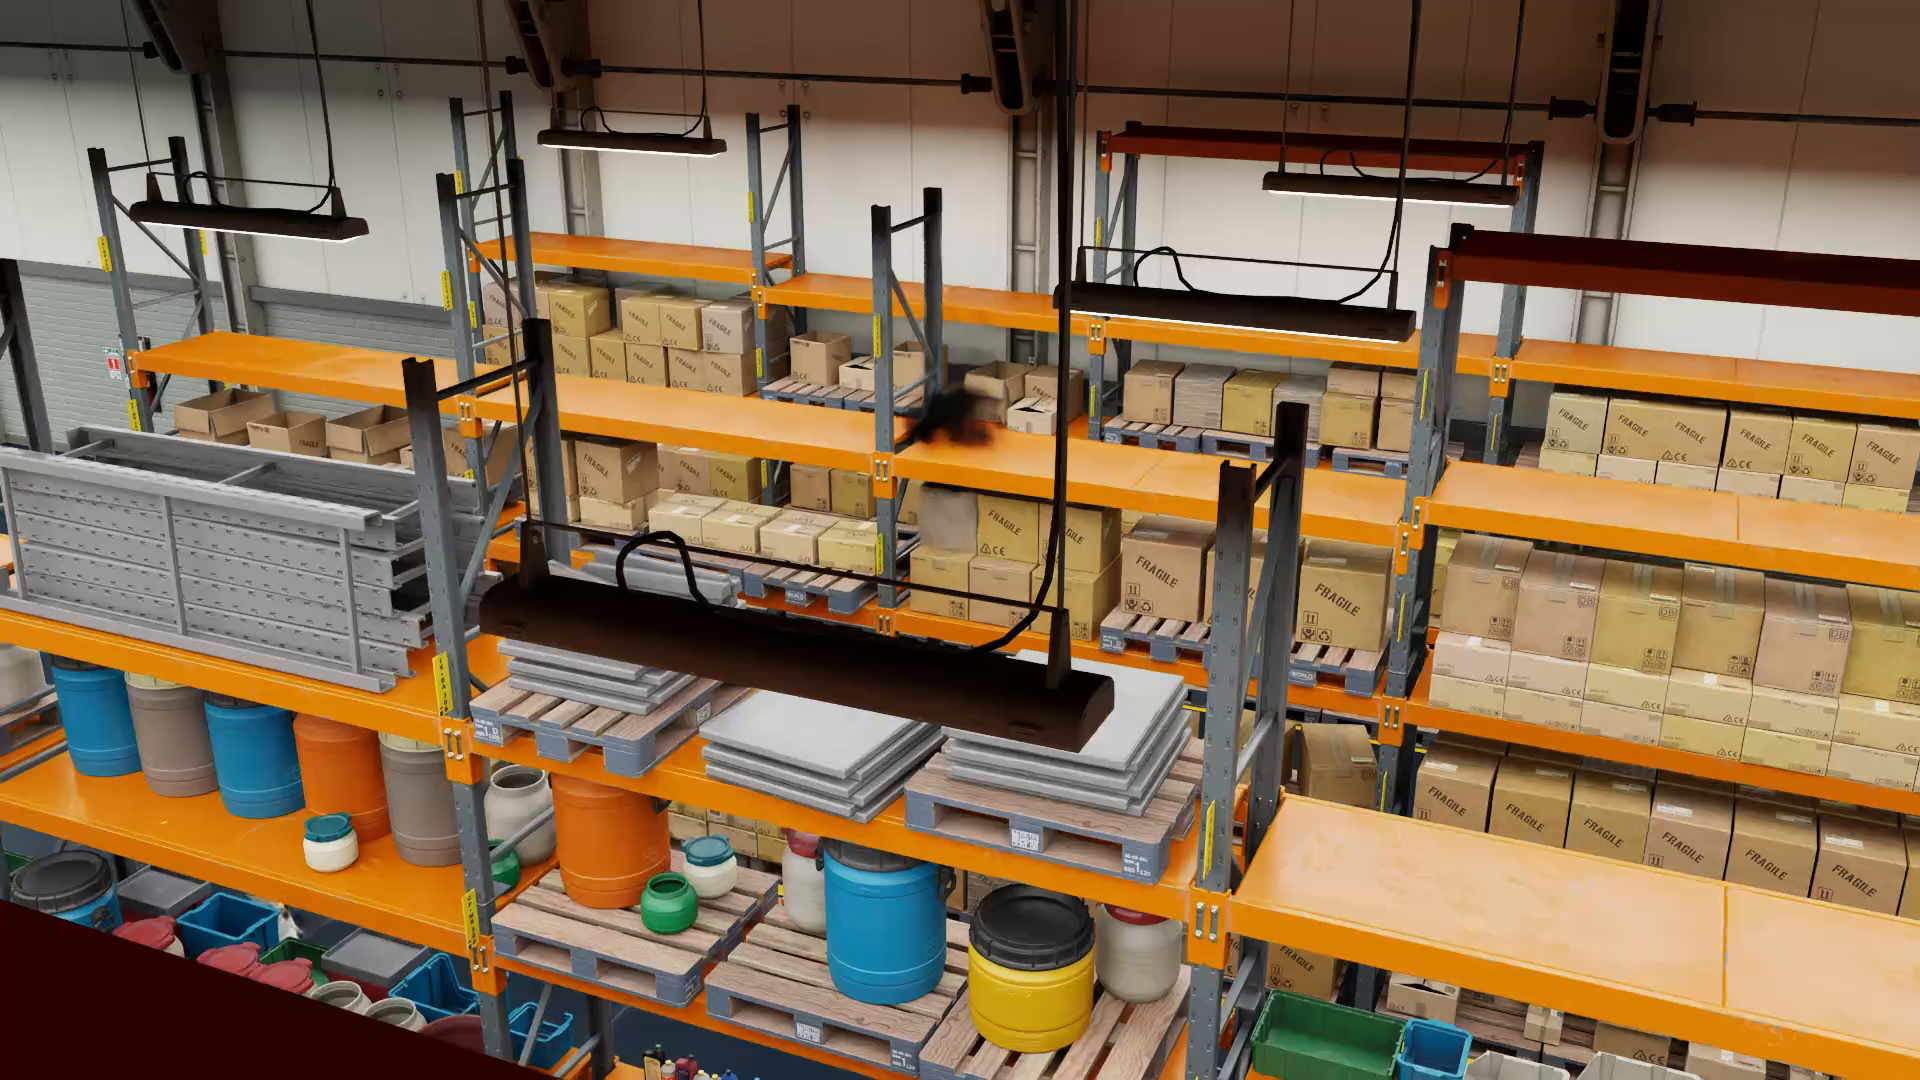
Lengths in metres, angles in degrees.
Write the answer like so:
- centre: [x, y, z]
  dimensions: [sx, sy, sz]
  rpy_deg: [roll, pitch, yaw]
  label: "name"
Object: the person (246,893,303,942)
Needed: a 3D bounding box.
- centre: [-5.559, 2.599, 13.230]
  dimensions: [0.742, 1.739, 0.652]
  rpy_deg: [8, 22, 19]
  label: "person"
